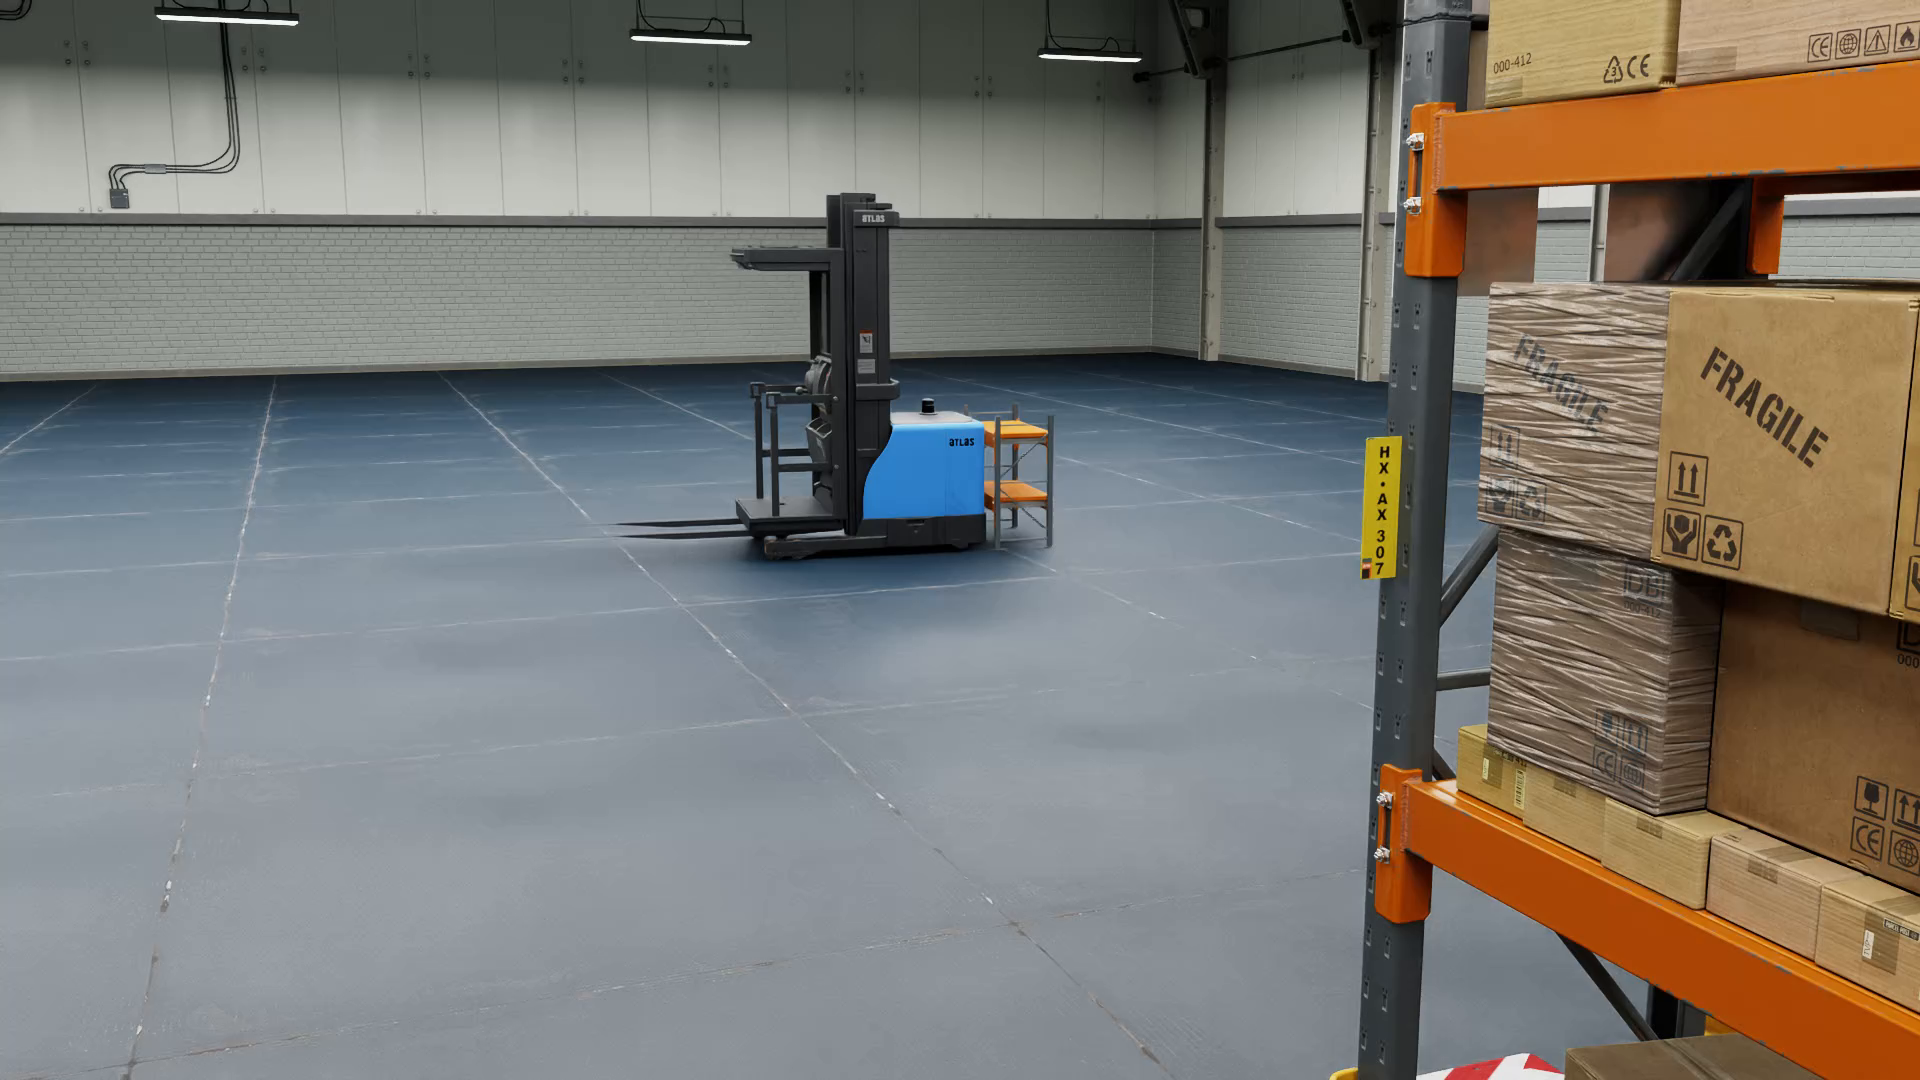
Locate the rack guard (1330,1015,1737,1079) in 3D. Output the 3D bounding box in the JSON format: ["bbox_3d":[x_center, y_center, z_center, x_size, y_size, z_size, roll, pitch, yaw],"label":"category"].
[{"bbox_3d":[1.496,1.562,4.211,1.175,0.500,0.348,-4,11,-21],"label":"rack guard"}]

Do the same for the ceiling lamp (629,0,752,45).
[{"bbox_3d":[-4.557,-9.878,27.588,2.000,3.185,0.800,-4,11,-21],"label":"ceiling lamp"}]

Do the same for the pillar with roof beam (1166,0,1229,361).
[{"bbox_3d":[1.495,-8.142,34.497,9.100,9.000,0.548,-4,11,-21],"label":"pillar with roof beam"}]

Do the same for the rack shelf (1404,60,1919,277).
[{"bbox_3d":[2.194,-0.477,2.027,1.077,0.370,4.000,-4,11,-21],"label":"rack shelf"}]

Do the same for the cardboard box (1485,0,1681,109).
[{"bbox_3d":[1.403,-0.989,3.278,0.500,0.250,0.500,-4,11,-19],"label":"cardboard box"}]

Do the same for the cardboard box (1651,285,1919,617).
[{"bbox_3d":[1.589,-0.180,2.876,0.500,0.500,0.500,-4,11,-21],"label":"cardboard box"}]

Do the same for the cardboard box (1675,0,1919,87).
[{"bbox_3d":[1.595,-0.905,2.807,0.500,0.250,0.500,-4,11,-22],"label":"cardboard box"}]

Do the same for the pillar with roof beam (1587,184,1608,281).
[{"bbox_3d":[5.844,-6.183,23.486,9.100,9.000,0.548,-4,11,-21],"label":"pillar with roof beam"}]

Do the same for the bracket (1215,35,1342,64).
[{"bbox_3d":[6.261,-9.676,32.846,0.076,0.066,4.783,-4,11,-21],"label":"bracket"}]

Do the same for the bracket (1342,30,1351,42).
[{"bbox_3d":[7.200,-9.253,30.466,0.235,0.232,0.430,-4,11,-21],"label":"bracket"}]

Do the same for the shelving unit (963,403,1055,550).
[{"bbox_3d":[0.404,-0.567,14.395,0.538,1.125,1.048,-3,10,-15],"label":"shelving unit"}]

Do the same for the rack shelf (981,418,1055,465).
[{"bbox_3d":[0.404,-0.855,14.344,0.538,0.278,1.000,-3,10,-15],"label":"rack shelf"}]

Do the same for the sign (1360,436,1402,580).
[{"bbox_3d":[0.963,-0.073,3.792,0.100,0.325,0.005,-4,11,-21],"label":"sign"}]

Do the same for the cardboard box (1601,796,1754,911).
[{"bbox_3d":[1.499,0.588,3.266,0.380,0.149,0.250,-4,11,-21],"label":"cardboard box"}]

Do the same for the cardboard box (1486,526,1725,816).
[{"bbox_3d":[1.643,0.215,3.513,0.875,0.500,0.500,-4,11,-21],"label":"cardboard box"}]

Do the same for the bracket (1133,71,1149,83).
[{"bbox_3d":[4.167,-10.619,38.147,0.235,0.232,0.430,-4,11,-21],"label":"bracket"}]

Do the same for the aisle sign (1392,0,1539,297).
[{"bbox_3d":[1.167,-0.952,3.784,0.394,0.787,0.004,-4,11,-21],"label":"aisle sign"}]

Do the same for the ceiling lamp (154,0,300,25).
[{"bbox_3d":[-11.137,-9.430,25.069,2.000,3.185,0.800,-4,11,-21],"label":"ceiling lamp"}]

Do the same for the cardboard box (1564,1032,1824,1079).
[{"bbox_3d":[1.680,1.446,3.665,0.500,0.500,0.500,-2,10,-10],"label":"cardboard box"}]

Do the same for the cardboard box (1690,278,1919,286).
[{"bbox_3d":[1.898,-0.295,3.523,0.500,0.500,0.500,-4,11,-21],"label":"cardboard box"}]

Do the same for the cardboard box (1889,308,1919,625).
[{"bbox_3d":[1.771,-0.098,2.418,0.500,0.500,0.500,-4,11,-21],"label":"cardboard box"}]

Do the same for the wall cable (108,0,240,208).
[{"bbox_3d":[-14.833,-9.255,31.045,2.305,6.003,0.169,-4,11,-21],"label":"wall cable"}]

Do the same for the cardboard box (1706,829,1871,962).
[{"bbox_3d":[1.609,0.628,3.044,0.380,0.149,0.250,-4,11,-21],"label":"cardboard box"}]

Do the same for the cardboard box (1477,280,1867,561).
[{"bbox_3d":[1.414,-0.262,3.338,0.500,0.500,0.500,-4,11,-21],"label":"cardboard box"}]

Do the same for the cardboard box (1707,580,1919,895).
[{"bbox_3d":[1.936,0.289,3.097,0.875,0.500,0.500,-4,11,-21],"label":"cardboard box"}]

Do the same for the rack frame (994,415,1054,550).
[{"bbox_3d":[0.535,-0.481,13.912,0.500,1.125,0.032,-3,10,-15],"label":"rack frame"}]

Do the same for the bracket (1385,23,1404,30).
[{"bbox_3d":[8.435,-8.697,27.341,0.076,0.066,4.783,-4,11,-21],"label":"bracket"}]

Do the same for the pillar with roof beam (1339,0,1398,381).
[{"bbox_3d":[3.669,-7.163,28.992,9.100,9.000,0.548,-4,11,-21],"label":"pillar with roof beam"}]

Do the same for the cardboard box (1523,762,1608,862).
[{"bbox_3d":[1.423,0.546,3.501,0.380,0.149,0.250,-4,11,-21],"label":"cardboard box"}]

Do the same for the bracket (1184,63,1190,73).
[{"bbox_3d":[5.026,-10.233,35.972,0.235,0.232,0.430,-4,11,-21],"label":"bracket"}]

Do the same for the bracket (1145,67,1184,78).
[{"bbox_3d":[4.381,-10.523,37.605,0.076,0.066,3.189,-4,11,-21],"label":"bracket"}]

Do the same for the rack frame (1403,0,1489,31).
[{"bbox_3d":[1.469,-2.635,3.536,1.000,3.000,0.127,-4,11,-21],"label":"rack frame"}]

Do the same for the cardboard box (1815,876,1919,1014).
[{"bbox_3d":[1.693,0.669,2.812,0.380,0.149,0.250,-4,11,-21],"label":"cardboard box"}]

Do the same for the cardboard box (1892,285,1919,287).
[{"bbox_3d":[2.085,-0.214,3.066,0.500,0.500,0.500,-4,11,-21],"label":"cardboard box"}]

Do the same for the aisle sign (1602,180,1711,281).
[{"bbox_3d":[1.726,-0.990,3.998,0.394,0.787,0.004,-4,11,-21],"label":"aisle sign"}]

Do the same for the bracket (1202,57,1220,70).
[{"bbox_3d":[5.327,-10.097,35.211,0.235,0.232,0.430,-4,11,-21],"label":"bracket"}]

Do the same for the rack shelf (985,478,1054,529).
[{"bbox_3d":[0.404,-0.326,14.438,0.538,0.278,1.000,-3,10,-15],"label":"rack shelf"}]

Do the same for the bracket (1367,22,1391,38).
[{"bbox_3d":[7.501,-9.118,29.705,0.235,0.232,0.430,-4,11,-21],"label":"bracket"}]

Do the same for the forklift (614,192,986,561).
[{"bbox_3d":[-1.354,-1.377,13.793,3.031,2.935,1.130,-3,10,-14],"label":"forklift"}]

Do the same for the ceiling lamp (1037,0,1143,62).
[{"bbox_3d":[2.284,-10.343,30.206,2.000,3.185,0.800,-4,11,-21],"label":"ceiling lamp"}]

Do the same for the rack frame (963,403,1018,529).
[{"bbox_3d":[0.274,-0.653,14.879,0.500,1.125,0.032,-3,10,-15],"label":"rack frame"}]

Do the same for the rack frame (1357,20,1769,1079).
[{"bbox_3d":[1.469,0.319,4.062,1.000,3.000,0.127,-4,11,-21],"label":"rack frame"}]

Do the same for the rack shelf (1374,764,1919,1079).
[{"bbox_3d":[2.194,1.000,2.290,1.077,0.370,4.000,-4,11,-21],"label":"rack shelf"}]

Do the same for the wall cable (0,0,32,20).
[{"bbox_3d":[-18.281,-10.546,29.471,3.097,2.526,0.112,-4,11,-21],"label":"wall cable"}]

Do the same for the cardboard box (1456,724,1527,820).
[{"bbox_3d":[1.350,0.504,3.737,0.380,0.149,0.250,-4,11,-21],"label":"cardboard box"}]
